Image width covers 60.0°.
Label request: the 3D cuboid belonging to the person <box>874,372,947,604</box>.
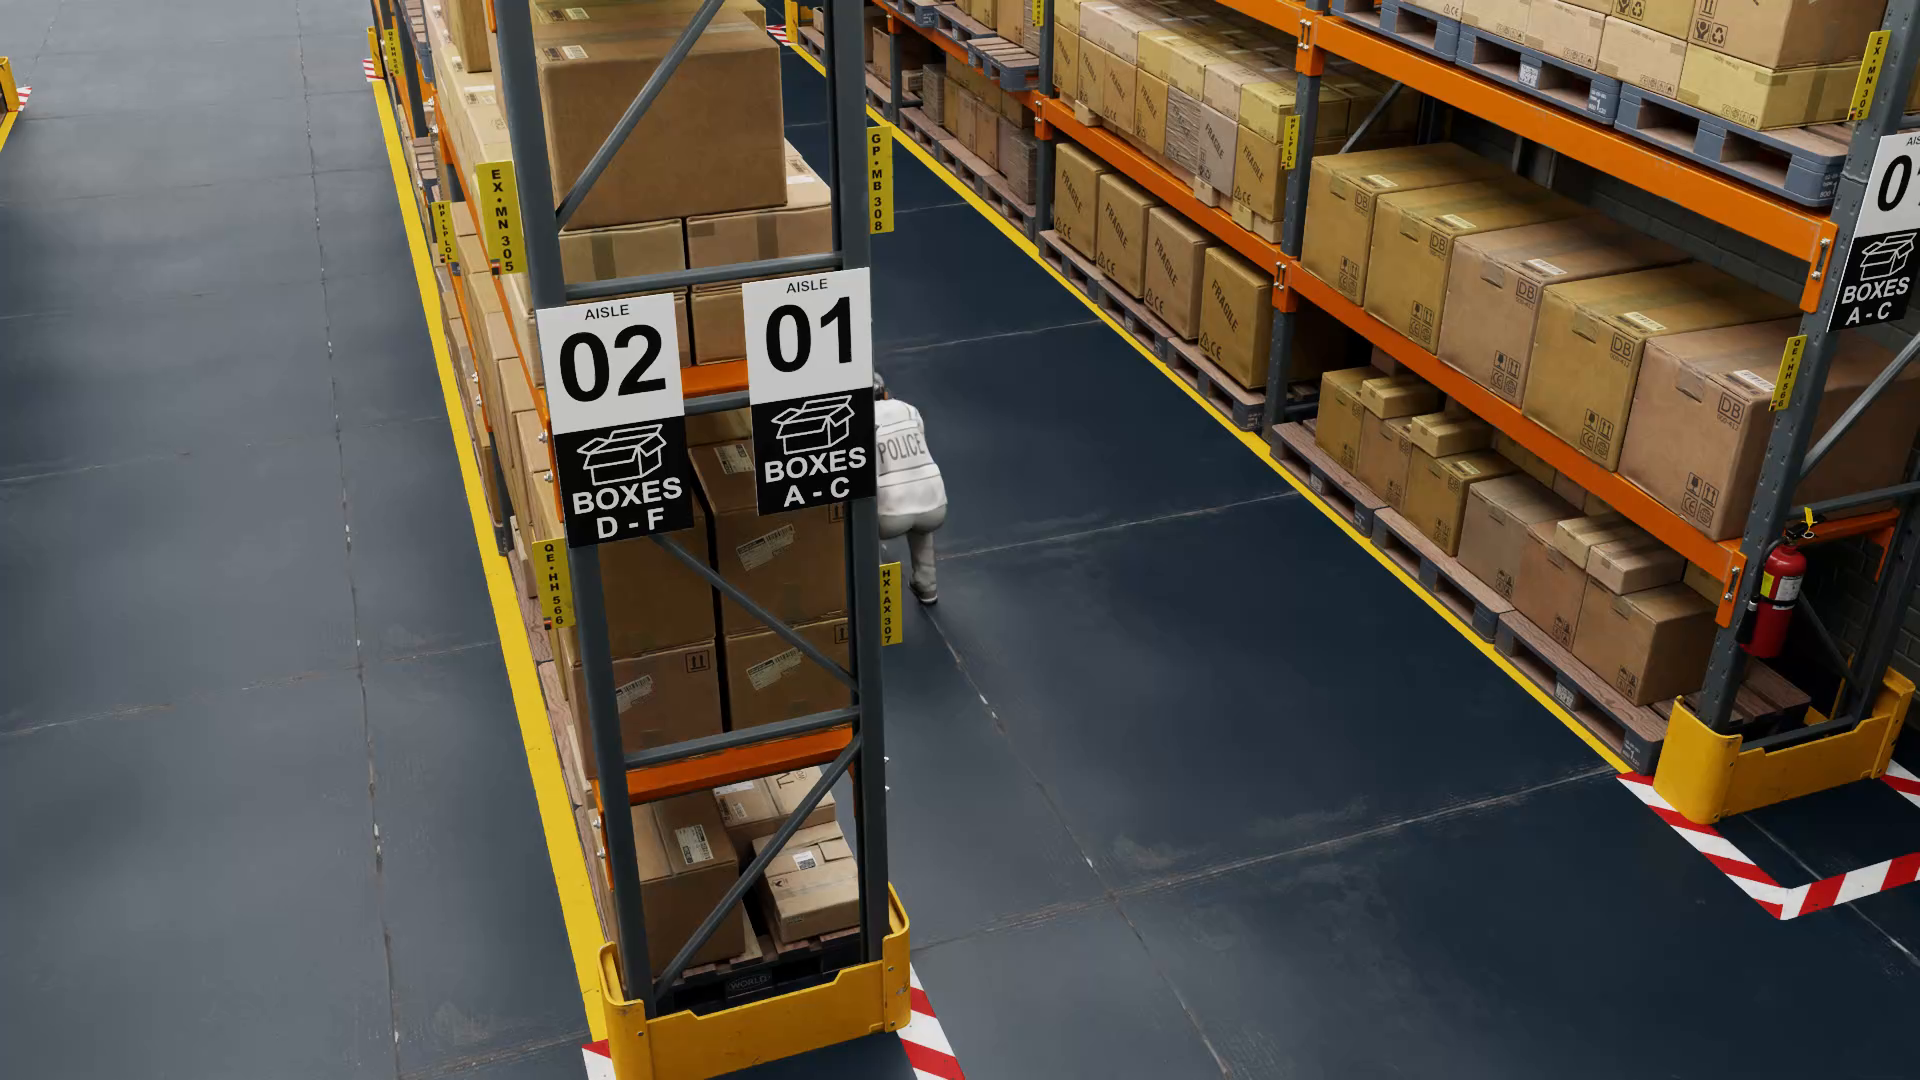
[{"bbox_3d":[-0.395,-0.243,9.161,0.538,1.268,0.783,-11,32,-18],"label":"person"}]
